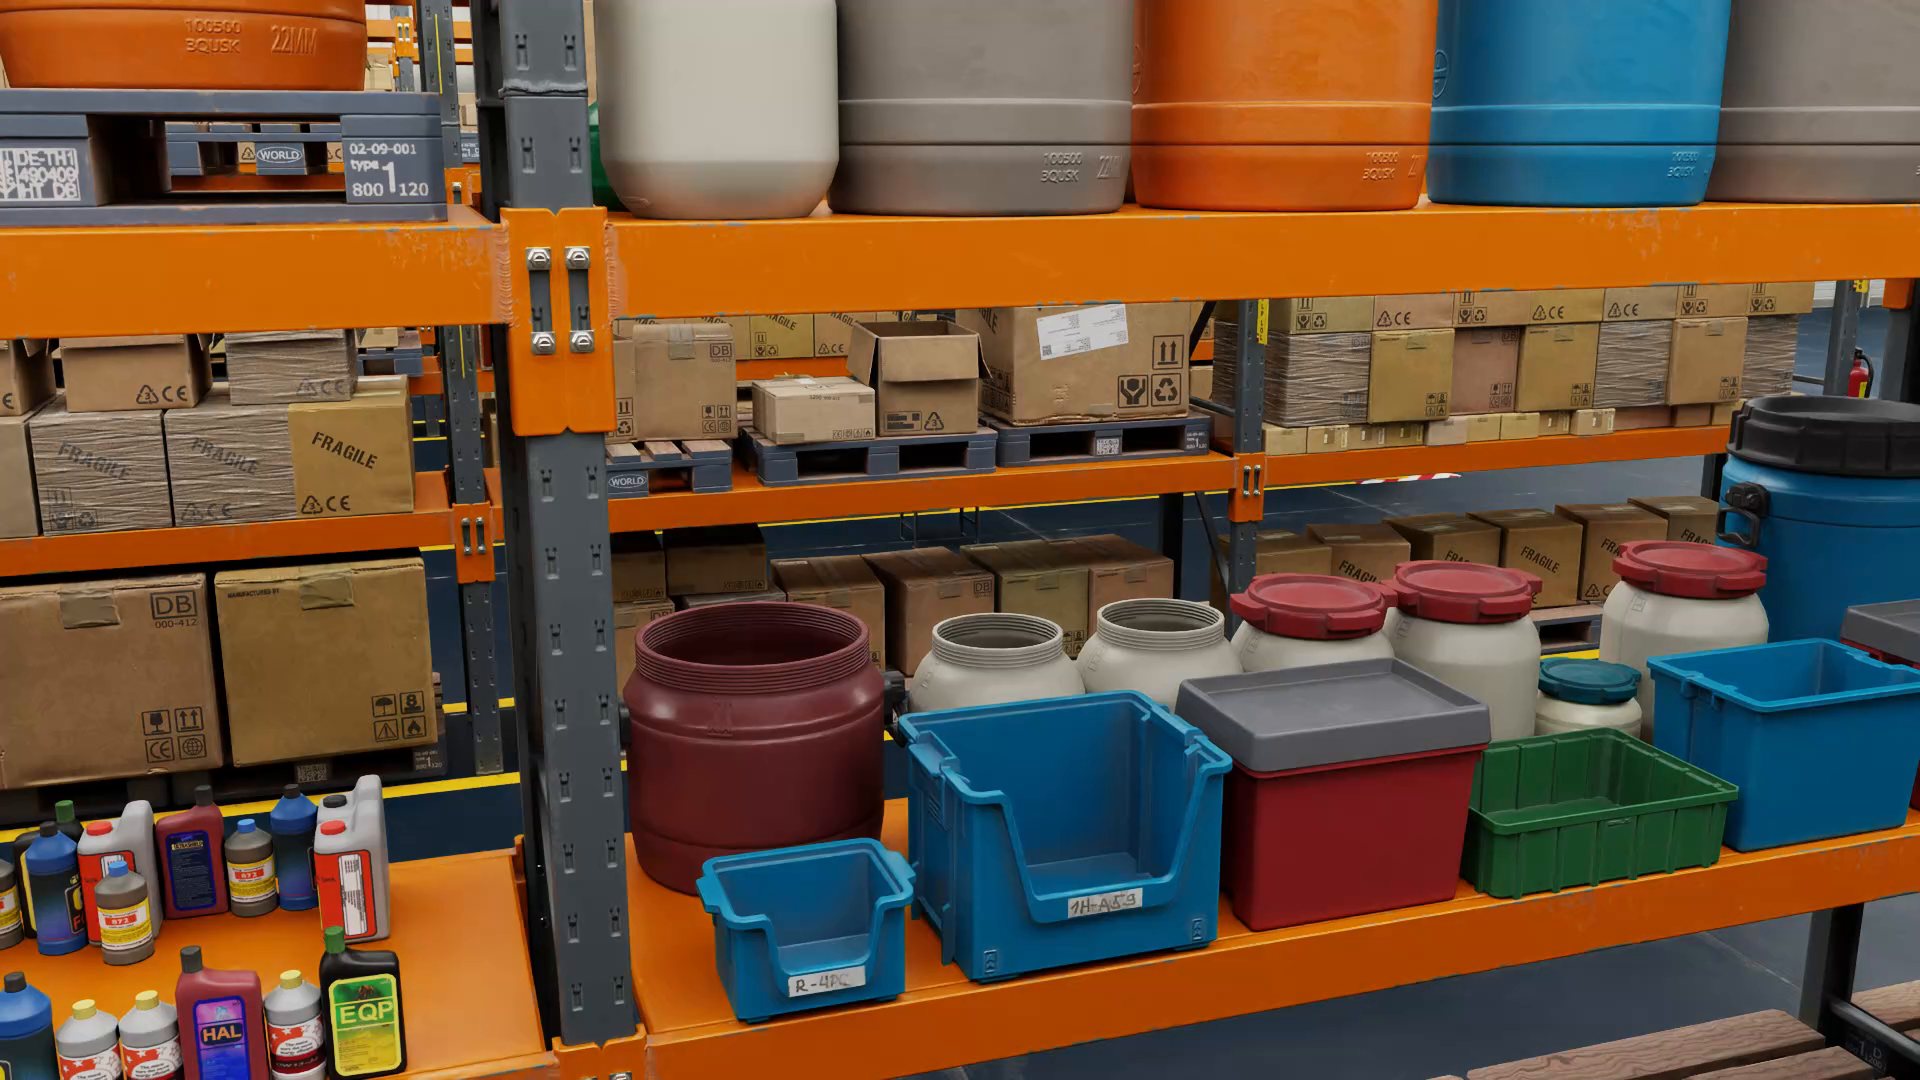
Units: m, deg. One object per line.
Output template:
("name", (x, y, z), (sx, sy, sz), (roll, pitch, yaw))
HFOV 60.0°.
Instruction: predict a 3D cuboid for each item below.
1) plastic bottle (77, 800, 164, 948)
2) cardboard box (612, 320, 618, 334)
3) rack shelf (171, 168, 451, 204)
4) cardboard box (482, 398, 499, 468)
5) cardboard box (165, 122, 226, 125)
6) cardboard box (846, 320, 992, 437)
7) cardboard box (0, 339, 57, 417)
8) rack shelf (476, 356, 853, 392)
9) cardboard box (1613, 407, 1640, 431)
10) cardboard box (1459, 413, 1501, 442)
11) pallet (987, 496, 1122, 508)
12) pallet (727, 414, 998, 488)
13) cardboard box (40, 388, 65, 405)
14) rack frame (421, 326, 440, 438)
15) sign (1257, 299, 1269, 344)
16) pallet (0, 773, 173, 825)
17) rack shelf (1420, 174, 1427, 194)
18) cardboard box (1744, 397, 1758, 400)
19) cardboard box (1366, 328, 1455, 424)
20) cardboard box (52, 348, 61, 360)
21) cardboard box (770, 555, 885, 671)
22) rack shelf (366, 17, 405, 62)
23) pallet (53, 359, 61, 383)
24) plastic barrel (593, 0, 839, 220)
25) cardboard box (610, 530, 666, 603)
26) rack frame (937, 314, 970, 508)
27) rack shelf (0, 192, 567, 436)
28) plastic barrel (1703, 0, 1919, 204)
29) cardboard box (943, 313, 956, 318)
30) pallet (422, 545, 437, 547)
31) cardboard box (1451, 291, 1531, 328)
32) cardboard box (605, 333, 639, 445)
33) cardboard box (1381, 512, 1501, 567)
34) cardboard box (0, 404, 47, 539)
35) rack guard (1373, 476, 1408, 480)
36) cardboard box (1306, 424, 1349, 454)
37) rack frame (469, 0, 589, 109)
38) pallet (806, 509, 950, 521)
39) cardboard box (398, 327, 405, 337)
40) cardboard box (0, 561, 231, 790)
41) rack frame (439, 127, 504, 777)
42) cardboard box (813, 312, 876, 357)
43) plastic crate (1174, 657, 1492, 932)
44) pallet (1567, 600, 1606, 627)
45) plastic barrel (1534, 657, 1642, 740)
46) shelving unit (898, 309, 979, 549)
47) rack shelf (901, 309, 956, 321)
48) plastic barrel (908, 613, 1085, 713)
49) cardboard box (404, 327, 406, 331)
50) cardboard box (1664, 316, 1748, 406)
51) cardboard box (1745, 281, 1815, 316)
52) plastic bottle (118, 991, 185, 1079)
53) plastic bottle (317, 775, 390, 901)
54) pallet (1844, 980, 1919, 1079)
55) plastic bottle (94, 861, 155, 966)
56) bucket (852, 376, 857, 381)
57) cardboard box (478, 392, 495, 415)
("plastic bottle", (-1.770, 0.695, 3.506), (0.135, 0.276, 0.152), (-4, 14, -18))
("cardboard box", (-2.892, -1.602, 12.682), (0.500, 0.500, 0.500), (-5, 14, -19))
("rack shelf", (-4.294, -1.408, 7.153), (4.000, 0.370, 1.077), (-4, 14, -18))
("cardboard box", (-3.279, -0.677, 12.960), (0.750, 0.750, 1.050), (-5, 14, -19))
("cardboard box", (-5.290, -2.876, 11.554), (0.500, 0.500, 0.500), (-4, 14, -18))
("cardboard box", (-0.221, -0.848, 8.595), (0.637, 0.503, 0.797), (-3, 14, -12))
("cardboard box", (-4.349, -0.834, 7.284), (0.637, 0.503, 0.797), (-4, 14, -16))
("rack shelf", (-1.989, -1.339, 13.346), (4.000, 0.370, 1.077), (-4, 14, -18))
("cardboard box", (3.800, -0.753, 9.867), (0.250, 0.149, 0.380), (-4, 14, -18))
("cardboard box", (2.869, -0.667, 9.508), (0.250, 0.149, 0.380), (-4, 14, -18))
("pallet", (0.652, -0.519, 14.370), (1.213, 0.211, 1.003), (-4, 14, -18))
("pallet", (-0.535, -0.508, 8.712), (1.213, 0.211, 1.003), (-4, 14, -18))
("cardboard box", (-4.393, -0.405, 7.649), (0.500, 0.500, 0.500), (-4, 14, -18))
("rack frame", (-5.559, -2.620, 17.175), (0.127, 3.000, 1.000), (-4, 14, -18))
("sign", (1.573, -1.184, 8.634), (0.005, 0.325, 0.100), (-4, 14, -18))
("pallet", (-4.324, 1.041, 7.810), (1.213, 0.211, 1.003), (-4, 14, -18))
("rack shelf", (3.288, -1.999, 9.636), (4.000, 0.370, 1.077), (-4, 14, -18))
("cardboard box", (4.742, -0.830, 10.193), (0.250, 0.149, 0.380), (-4, 14, -18))
("cardboard box", (2.324, -0.984, 9.438), (0.500, 0.500, 0.875), (-4, 14, -18))
("cardboard box", (-6.177, -1.333, 11.402), (0.250, 0.149, 0.380), (-5, 14, -21))
("cardboard box", (-0.713, 0.415, 8.869), (0.500, 0.500, 0.700), (-3, 14, -13))
("rack shelf", (-7.455, -4.846, 15.990), (4.000, 0.370, 1.077), (-4, 14, -18))
("pallet", (-6.905, -1.178, 11.527), (1.213, 0.211, 1.003), (-4, 14, -18))
("plastic barrel", (-0.427, -0.830, 2.925), (0.421, 0.512, 0.421), (0, 13, 0))
("cardboard box", (-1.773, 0.135, 8.425), (0.500, 0.250, 0.500), (-4, 14, -16))
("rack frame", (-0.093, -1.837, 13.884), (0.127, 3.000, 1.000), (-4, 14, -18))
("rack shelf", (-2.714, -0.322, 2.587), (4.000, 0.370, 1.077), (-4, 14, -18))
("plastic barrel", (1.940, -1.225, 3.746), (0.600, 0.901, 0.600), (0, 13, 0))
("cardboard box", (0.252, -1.940, 13.992), (0.550, 0.550, 0.875), (-4, 14, -18))
("pallet", (-4.626, -0.128, 12.724), (1.213, 0.211, 1.003), (-4, 14, -18))
("cardboard box", (2.848, -1.473, 9.334), (0.500, 0.500, 0.500), (-4, 14, -18))
("cardboard box", (-1.899, -0.748, 8.182), (0.500, 0.500, 0.500), (-6, 15, -25))
("cardboard box", (2.888, 0.142, 10.057), (0.500, 0.500, 0.500), (-6, 15, -23))
("cardboard box", (-4.235, -0.292, 7.174), (0.500, 0.500, 0.500), (-4, 14, -17))
("rack guard", (3.720, -0.918, 15.421), (0.348, 0.500, 1.175), (-4, 14, -18))
("cardboard box", (1.934, -0.585, 9.163), (0.250, 0.149, 0.380), (-4, 14, -18))
("rack frame", (-0.819, -2.279, 2.777), (0.127, 3.000, 1.000), (-4, 14, -18))
("pallet", (-0.801, -0.407, 13.897), (1.213, 0.211, 1.003), (-4, 14, -18))
("cardboard box", (-4.373, -1.635, 12.670), (0.250, 0.149, 0.380), (-5, 14, -19))
("cardboard box", (-3.906, 0.493, 7.771), (0.875, 0.875, 1.225), (-4, 14, -18))
("rack frame", (-2.398, -0.446, 8.038), (0.127, 3.000, 1.000), (-4, 14, -18))
("cardboard box", (-0.982, -1.751, 13.307), (0.500, 0.500, 0.500), (-5, 14, -19))
("plastic crate", (0.810, 0.557, 3.683), (0.583, 0.464, 0.402), (-4, 14, -18))
("pallet", (4.331, 0.377, 10.600), (1.213, 0.211, 1.003), (-4, 14, -18))
("plastic barrel", (1.669, 0.476, 4.459), (0.301, 0.262, 0.301), (0, 13, 0))
("shelving unit", (-0.157, -1.009, 12.348), (0.503, 2.100, 0.431), (-4, 14, -18))
("rack shelf", (-0.157, -1.677, 12.190), (0.480, 0.518, 0.431), (-4, 14, -18))
("plastic barrel", (0.088, 0.463, 3.974), (0.421, 0.512, 0.421), (0, 13, 0))
("cardboard box", (-7.478, -2.618, 21.662), (0.500, 0.500, 0.500), (-4, 14, -16))
("cardboard box", (4.218, -1.132, 10.063), (0.500, 0.500, 0.875), (-4, 14, -18))
("cardboard box", (4.741, -1.622, 9.960), (0.500, 0.500, 0.500), (-4, 14, -18))
("plastic bottle", (-1.400, 0.881, 2.884), (0.097, 0.201, 0.097), (0, 13, 0))
("plastic bottle", (-1.332, 0.661, 3.649), (0.135, 0.276, 0.152), (-4, 14, -18))
("pallet", (3.622, 1.661, 5.205), (1.213, 0.211, 1.003), (-4, 14, -18))
("plastic bottle", (-1.713, 0.758, 3.405), (0.097, 0.201, 0.097), (0, 13, 0))
("bucket", (-0.700, -1.500, 16.255), (0.620, 0.611, 0.726), (-9, 13, 4))
("cardboard box", (-5.020, -1.585, 17.597), (0.625, 0.372, 0.950), (-5, 14, -22))
